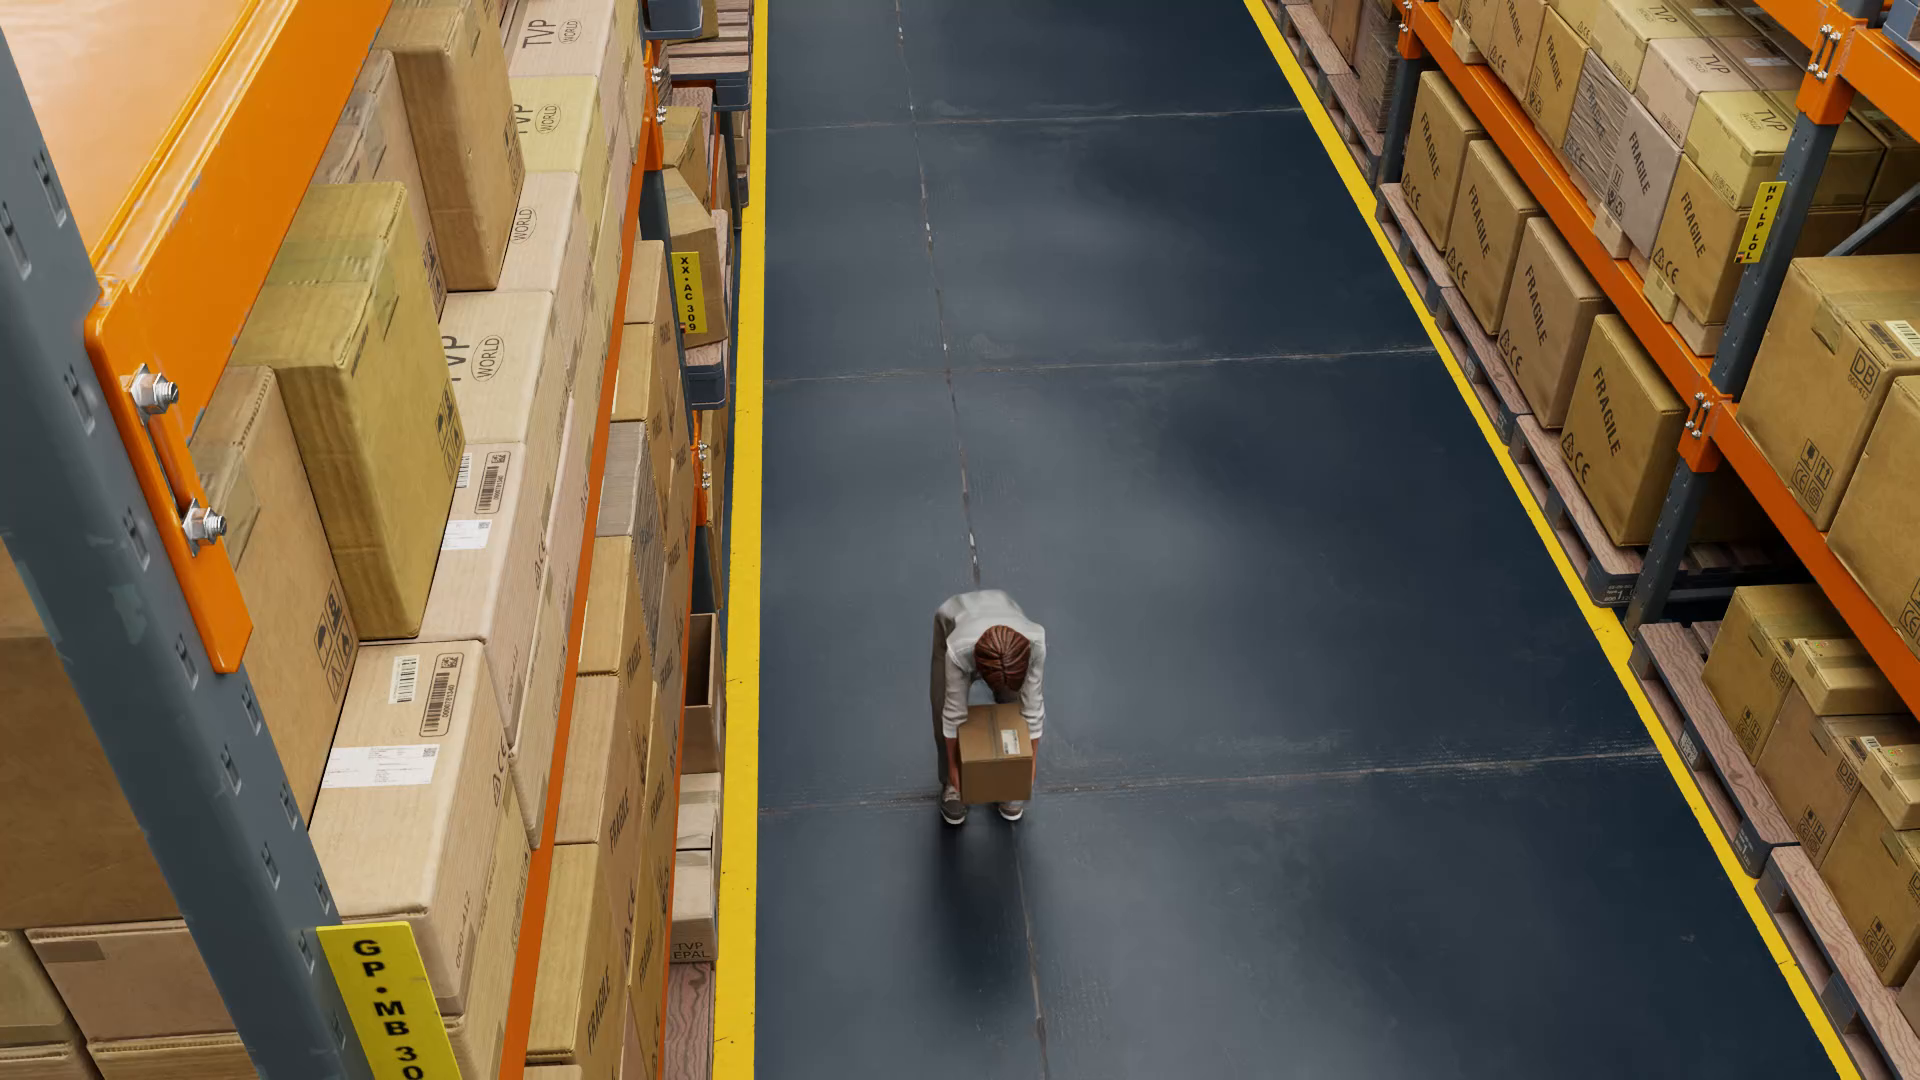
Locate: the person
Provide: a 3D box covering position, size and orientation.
[{"bbox_3d":[0.099,0.638,6.058,0.385,1.293,0.780,-4,40,-5],"label":"person"}]
